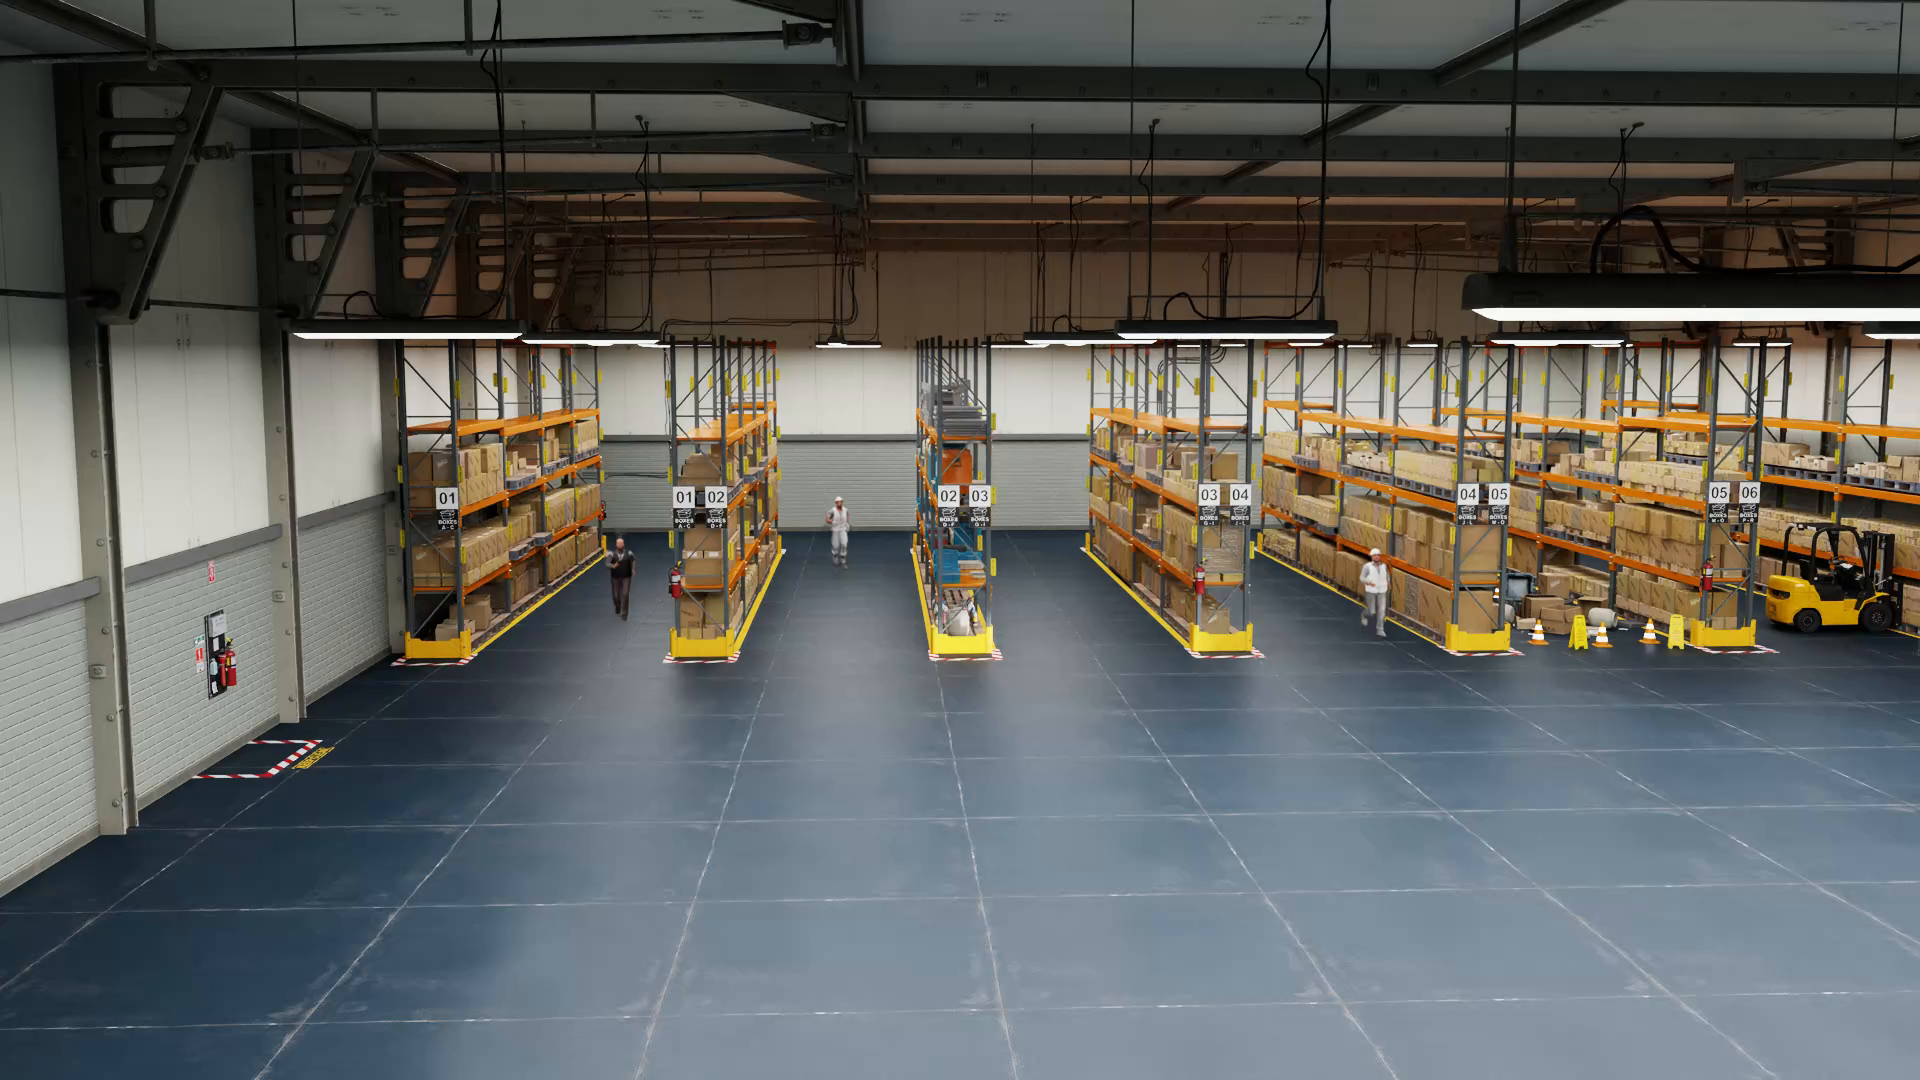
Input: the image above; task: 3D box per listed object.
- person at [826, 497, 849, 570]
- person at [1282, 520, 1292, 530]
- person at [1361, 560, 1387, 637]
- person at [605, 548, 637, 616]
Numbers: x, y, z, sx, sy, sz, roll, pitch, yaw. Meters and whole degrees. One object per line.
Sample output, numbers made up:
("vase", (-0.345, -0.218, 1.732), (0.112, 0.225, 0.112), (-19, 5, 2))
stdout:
("person", (-3.092, -0.194, 42.220), (0.606, 1.819, 0.810), (-2, 7, -14))
("person", (9.749, -0.518, 49.182), (0.515, 1.345, 0.702), (3, 7, 24))
("person", (8.411, 1.154, 33.633), (0.445, 1.507, 0.971), (-1, 7, -6))
("person", (-7.248, 0.887, 35.590), (0.661, 1.442, 0.779), (-1, 7, -10))
